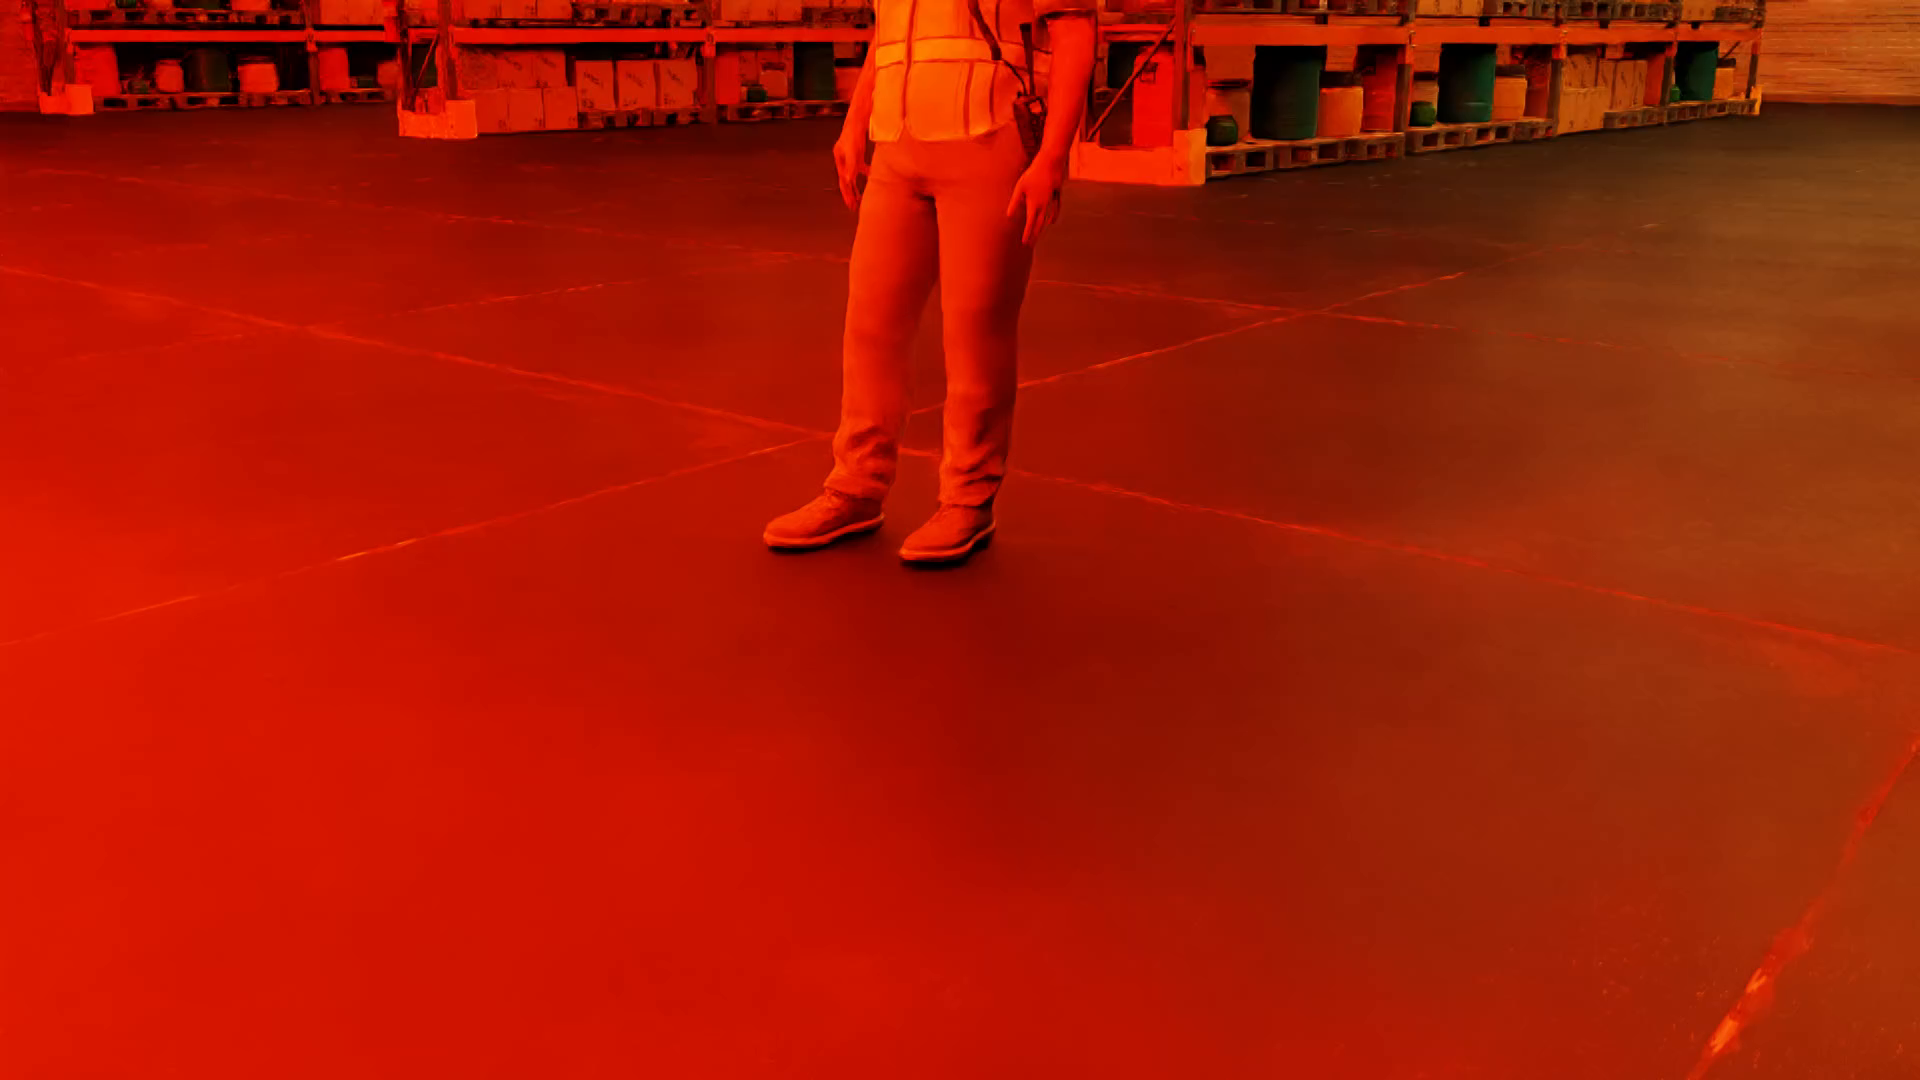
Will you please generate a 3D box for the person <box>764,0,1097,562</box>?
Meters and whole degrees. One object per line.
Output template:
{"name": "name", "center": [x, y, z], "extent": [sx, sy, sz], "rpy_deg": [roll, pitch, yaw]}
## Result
{"name": "person", "center": [-0.059, -0.845, 3.630], "extent": [0.640, 1.781, 0.574], "rpy_deg": [13, 21, 37]}
